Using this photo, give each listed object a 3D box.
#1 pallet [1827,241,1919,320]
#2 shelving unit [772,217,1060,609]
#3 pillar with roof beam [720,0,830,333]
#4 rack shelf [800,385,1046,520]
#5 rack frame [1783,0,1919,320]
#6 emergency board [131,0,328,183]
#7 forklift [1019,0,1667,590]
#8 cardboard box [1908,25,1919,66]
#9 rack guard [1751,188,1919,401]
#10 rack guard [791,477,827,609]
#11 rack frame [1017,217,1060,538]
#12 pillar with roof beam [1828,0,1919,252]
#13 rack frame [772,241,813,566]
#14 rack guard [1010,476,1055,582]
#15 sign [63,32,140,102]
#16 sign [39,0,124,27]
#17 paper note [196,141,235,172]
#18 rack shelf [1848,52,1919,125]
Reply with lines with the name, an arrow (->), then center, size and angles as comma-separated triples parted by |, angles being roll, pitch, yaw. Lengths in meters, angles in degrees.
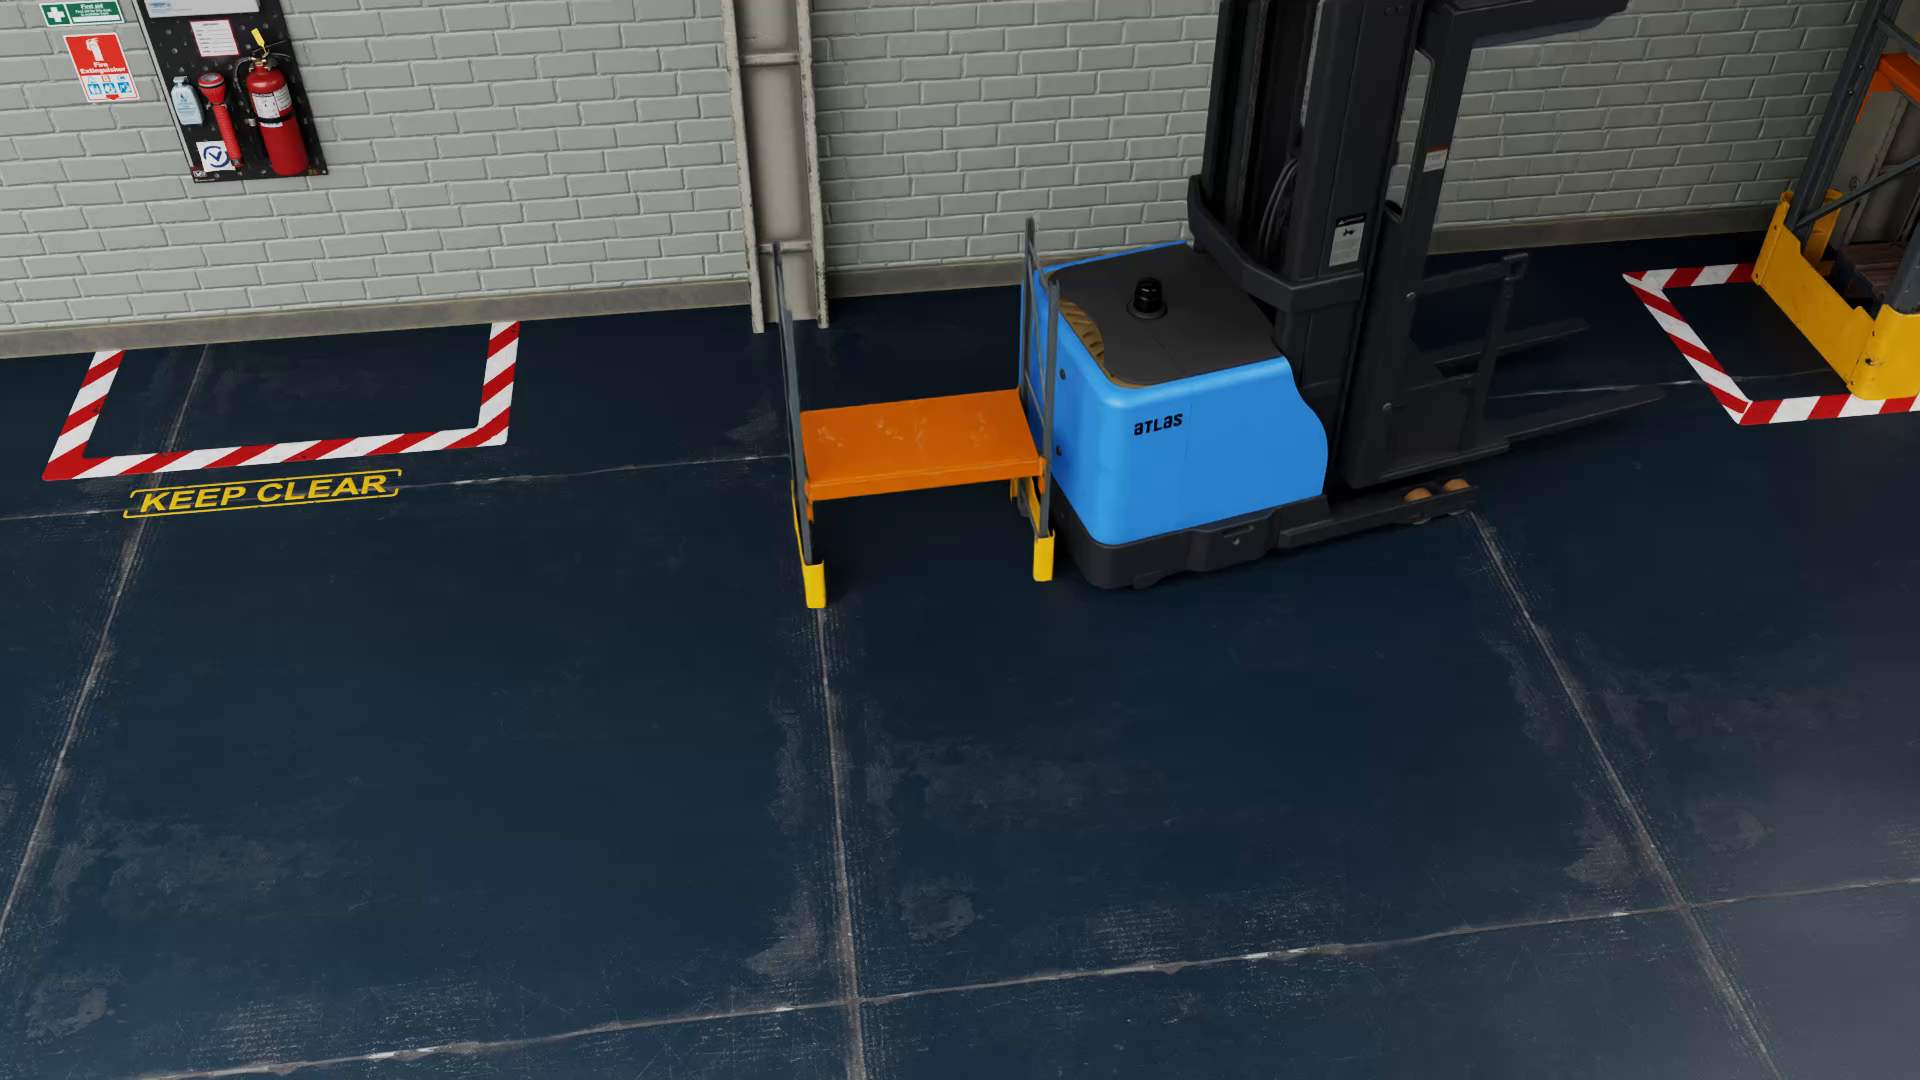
pallet -> 5.355, -1.214, 8.654 | 1.213, 0.211, 1.003 | -5, 42, -6
shelving unit -> -0.171, -0.513, 6.914 | 1.083, 1.500, 0.587 | -7, 42, -7
pillar with roof beam -> -0.340, -1.679, 2.608 | 0.400, 9.000, 9.100 | -5, 42, -6
rack shelf -> -0.180, -0.378, 7.033 | 1.000, 0.185, 0.538 | -7, 42, -7
rack frame -> 4.469, -2.196, 7.660 | 0.127, 3.000, 1.000 | -5, 42, -6
emergency board -> -3.354, -2.121, 7.577 | 0.643, 1.169, 0.194 | -5, 42, -6
forklift -> 1.823, -1.479, 6.916 | 3.031, 2.935, 1.130 | -14, 44, -15
cardboard box -> 4.907, -2.317, 7.891 | 0.500, 0.250, 0.500 | -4, 42, -5
rack guard -> 4.544, -1.274, 8.505 | 0.348, 0.500, 1.175 | -5, 42, -6
rack guard -> -0.662, 0.009, 7.269 | 0.087, 0.250, 0.587 | -7, 42, -7
rack frame -> 0.321, -0.570, 6.977 | 0.032, 1.500, 0.500 | -7, 42, -7
pillar with roof beam -> 5.609, -2.200, 3.185 | 0.400, 9.000, 9.100 | -5, 42, -6
rack frame -> -0.681, -0.453, 6.847 | 0.032, 1.500, 0.500 | -7, 42, -7
rack guard -> 0.319, -0.106, 7.396 | 0.087, 0.250, 0.587 | -7, 42, -7
sign -> -3.915, -2.155, 7.588 | 0.234, 0.329, 0.001 | -5, 42, -6
sign -> -3.910, -2.346, 7.404 | 0.331, 0.109, 0.001 | -5, 42, -6
paper note -> -3.538, -1.824, 7.906 | 0.142, 0.148, 0.016 | -5, 42, -6
rack shelf -> 6.452, -2.102, 8.094 | 4.000, 0.370, 1.077 | -5, 42, -6
